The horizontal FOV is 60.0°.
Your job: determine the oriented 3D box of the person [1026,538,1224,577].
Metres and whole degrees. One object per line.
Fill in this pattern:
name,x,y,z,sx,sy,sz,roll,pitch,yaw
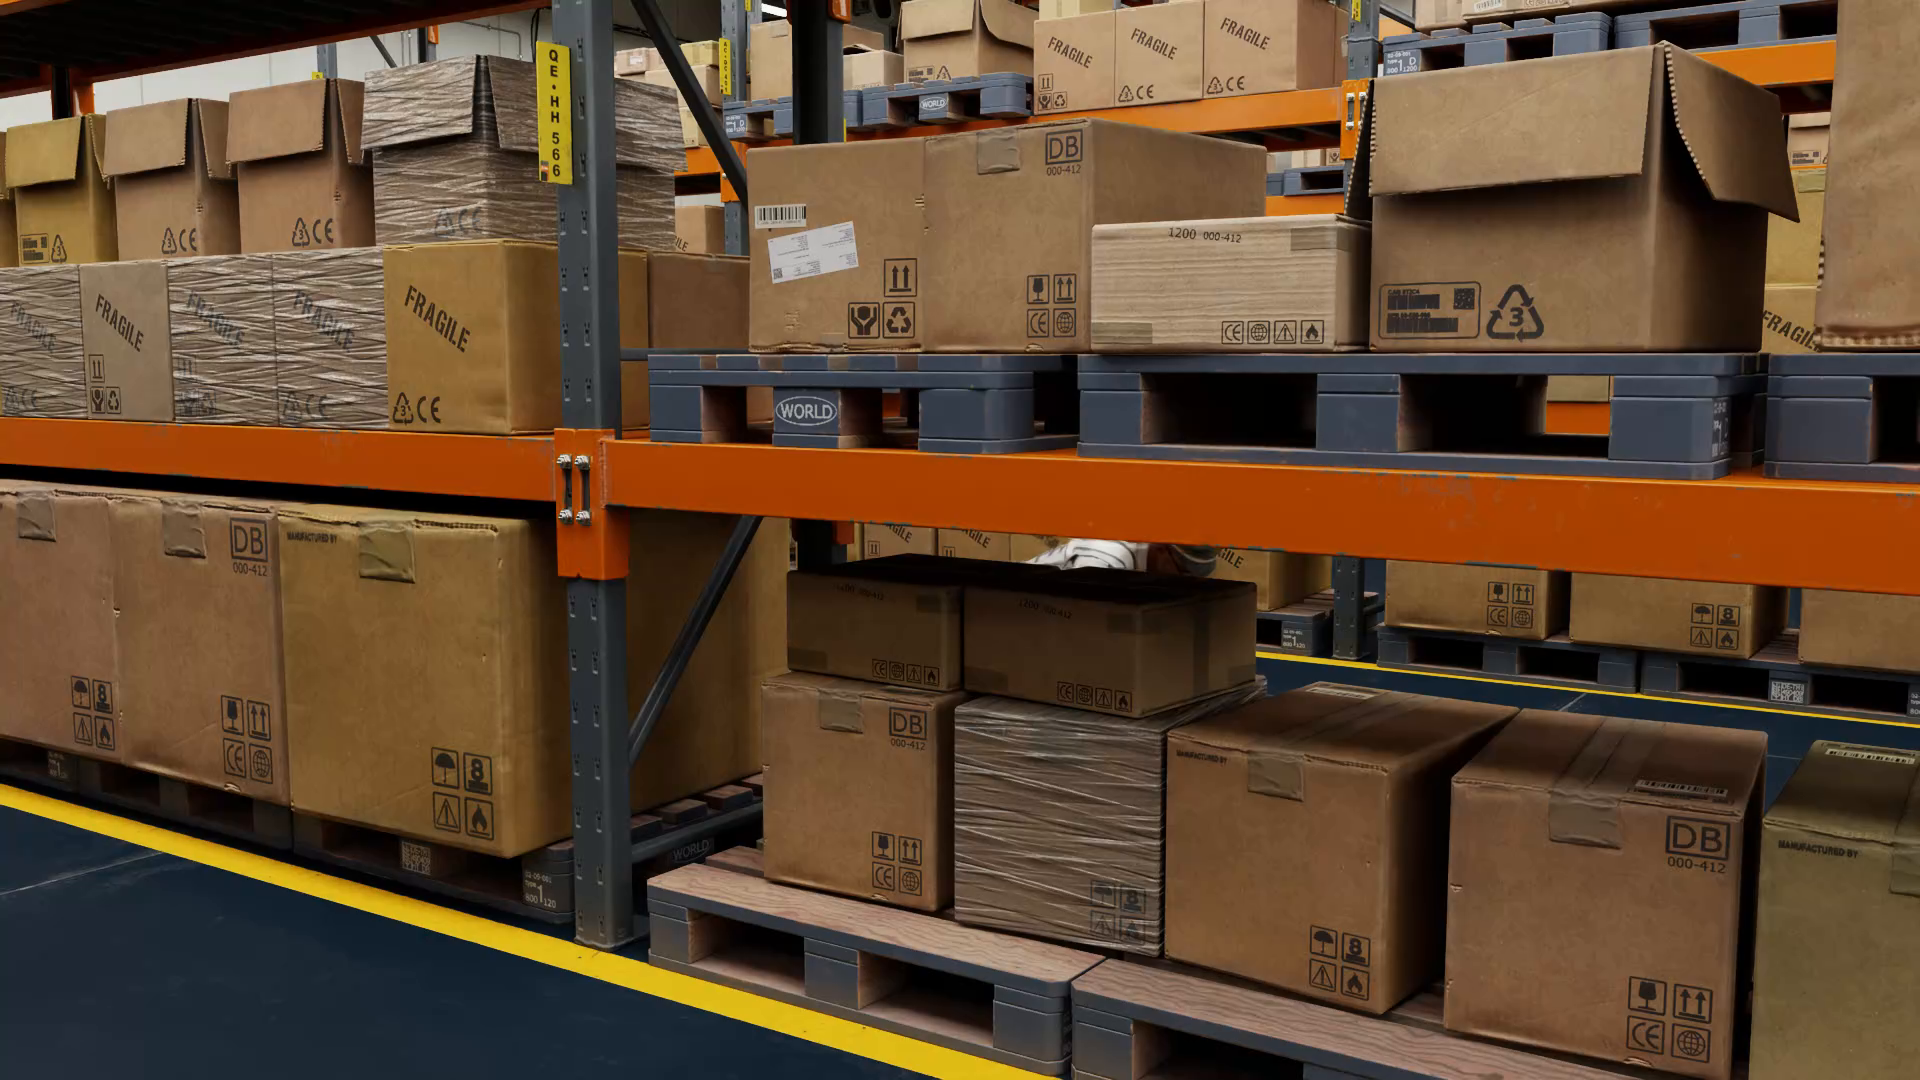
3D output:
person,0.507,0.369,5.609,0.563,1.053,0.938,-5,8,-38
